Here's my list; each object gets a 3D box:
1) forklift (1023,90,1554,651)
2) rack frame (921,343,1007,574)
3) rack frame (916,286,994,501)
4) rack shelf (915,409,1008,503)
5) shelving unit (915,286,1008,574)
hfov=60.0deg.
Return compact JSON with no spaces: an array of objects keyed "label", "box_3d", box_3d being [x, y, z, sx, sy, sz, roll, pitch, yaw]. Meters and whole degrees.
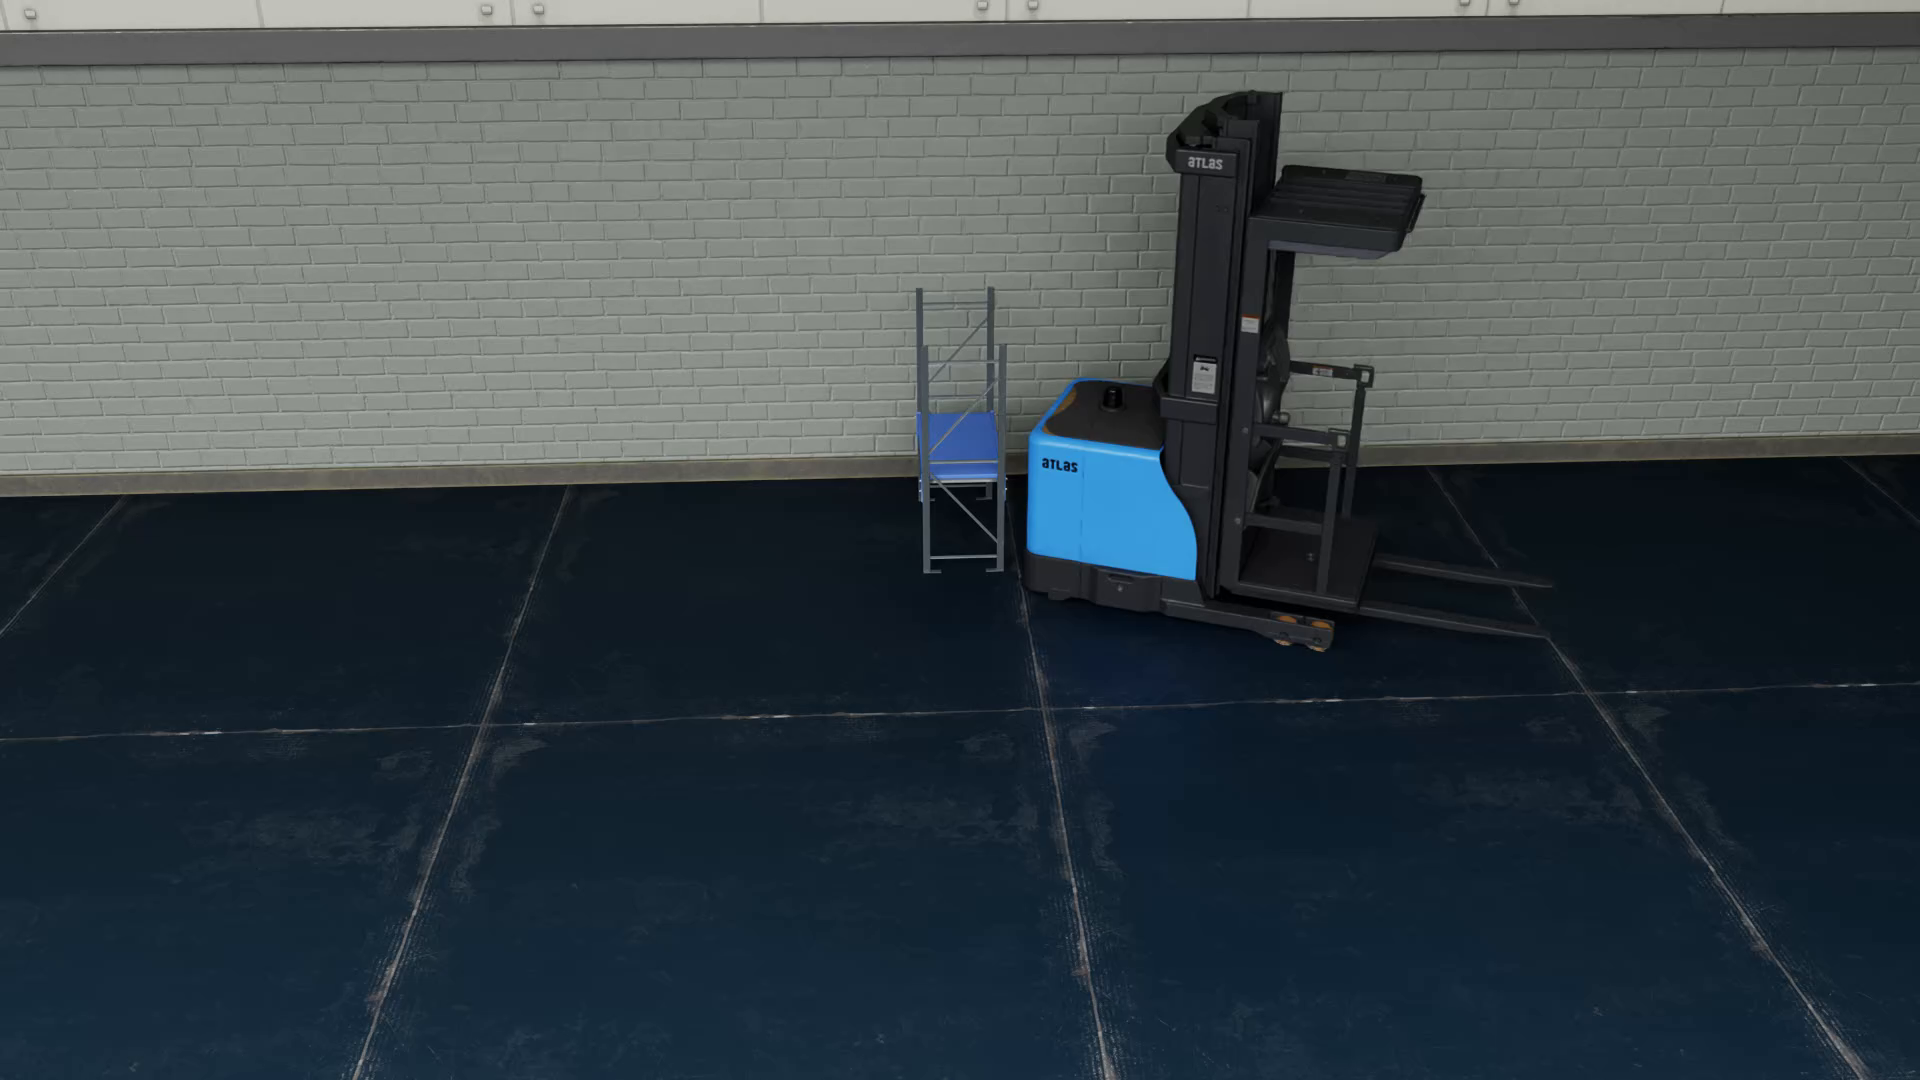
[{"label":"forklift","box_3d":[1.958,-0.941,9.385,3.031,2.935,1.130,9,29,17]},{"label":"rack frame","box_3d":[0.022,-0.470,10.029,0.500,1.500,0.032,-1,28,-3]},{"label":"rack frame","box_3d":[-0.031,-0.939,10.929,0.500,1.500,0.032,-1,28,-3]},{"label":"rack shelf","box_3d":[-0.004,-0.545,10.562,0.538,0.185,1.000,-1,28,-3]},{"label":"shelving unit","box_3d":[-0.004,-0.704,10.479,0.538,1.500,1.048,-1,28,-3]}]
